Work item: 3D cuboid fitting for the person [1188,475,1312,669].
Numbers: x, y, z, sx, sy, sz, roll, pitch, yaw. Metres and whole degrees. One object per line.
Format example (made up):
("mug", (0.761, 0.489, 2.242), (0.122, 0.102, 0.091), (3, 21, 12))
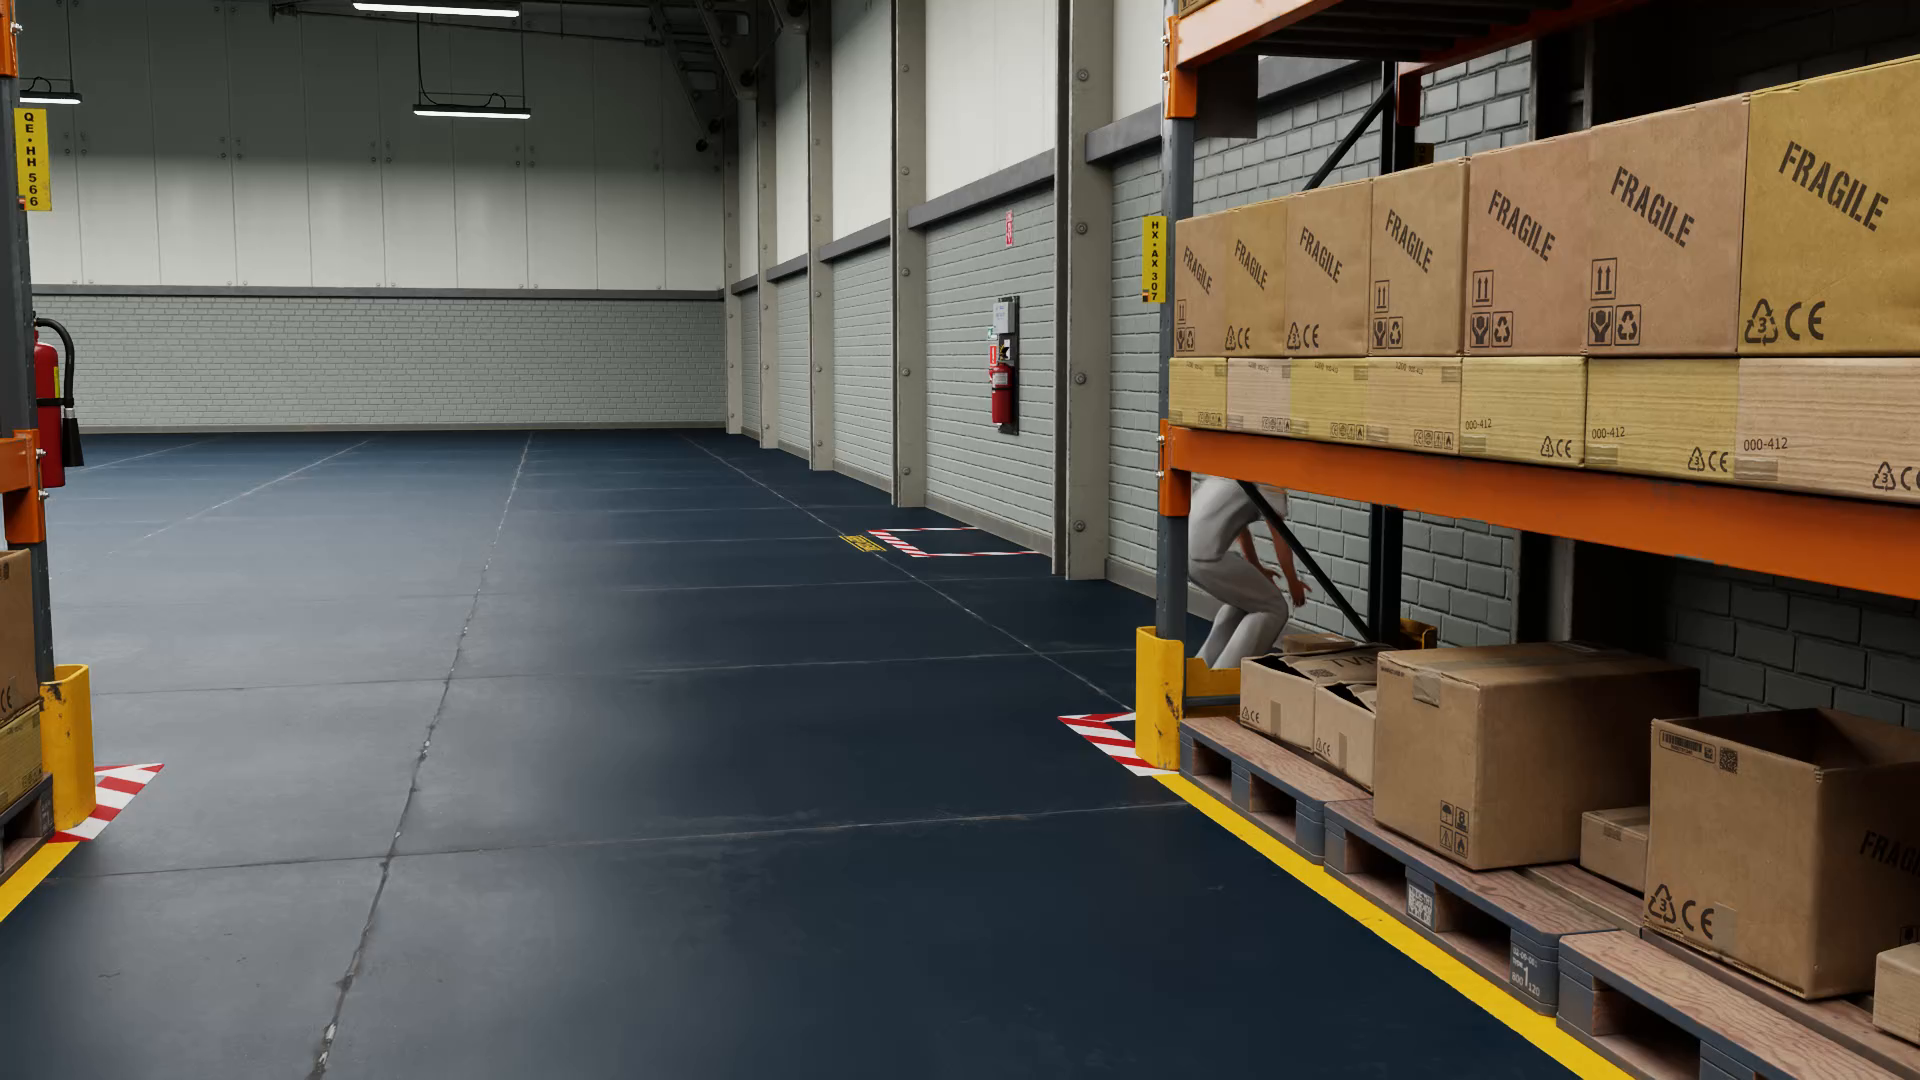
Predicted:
("person", (1.294, 0.087, 7.717), (0.697, 1.275, 0.492), (-2, 6, -14))
